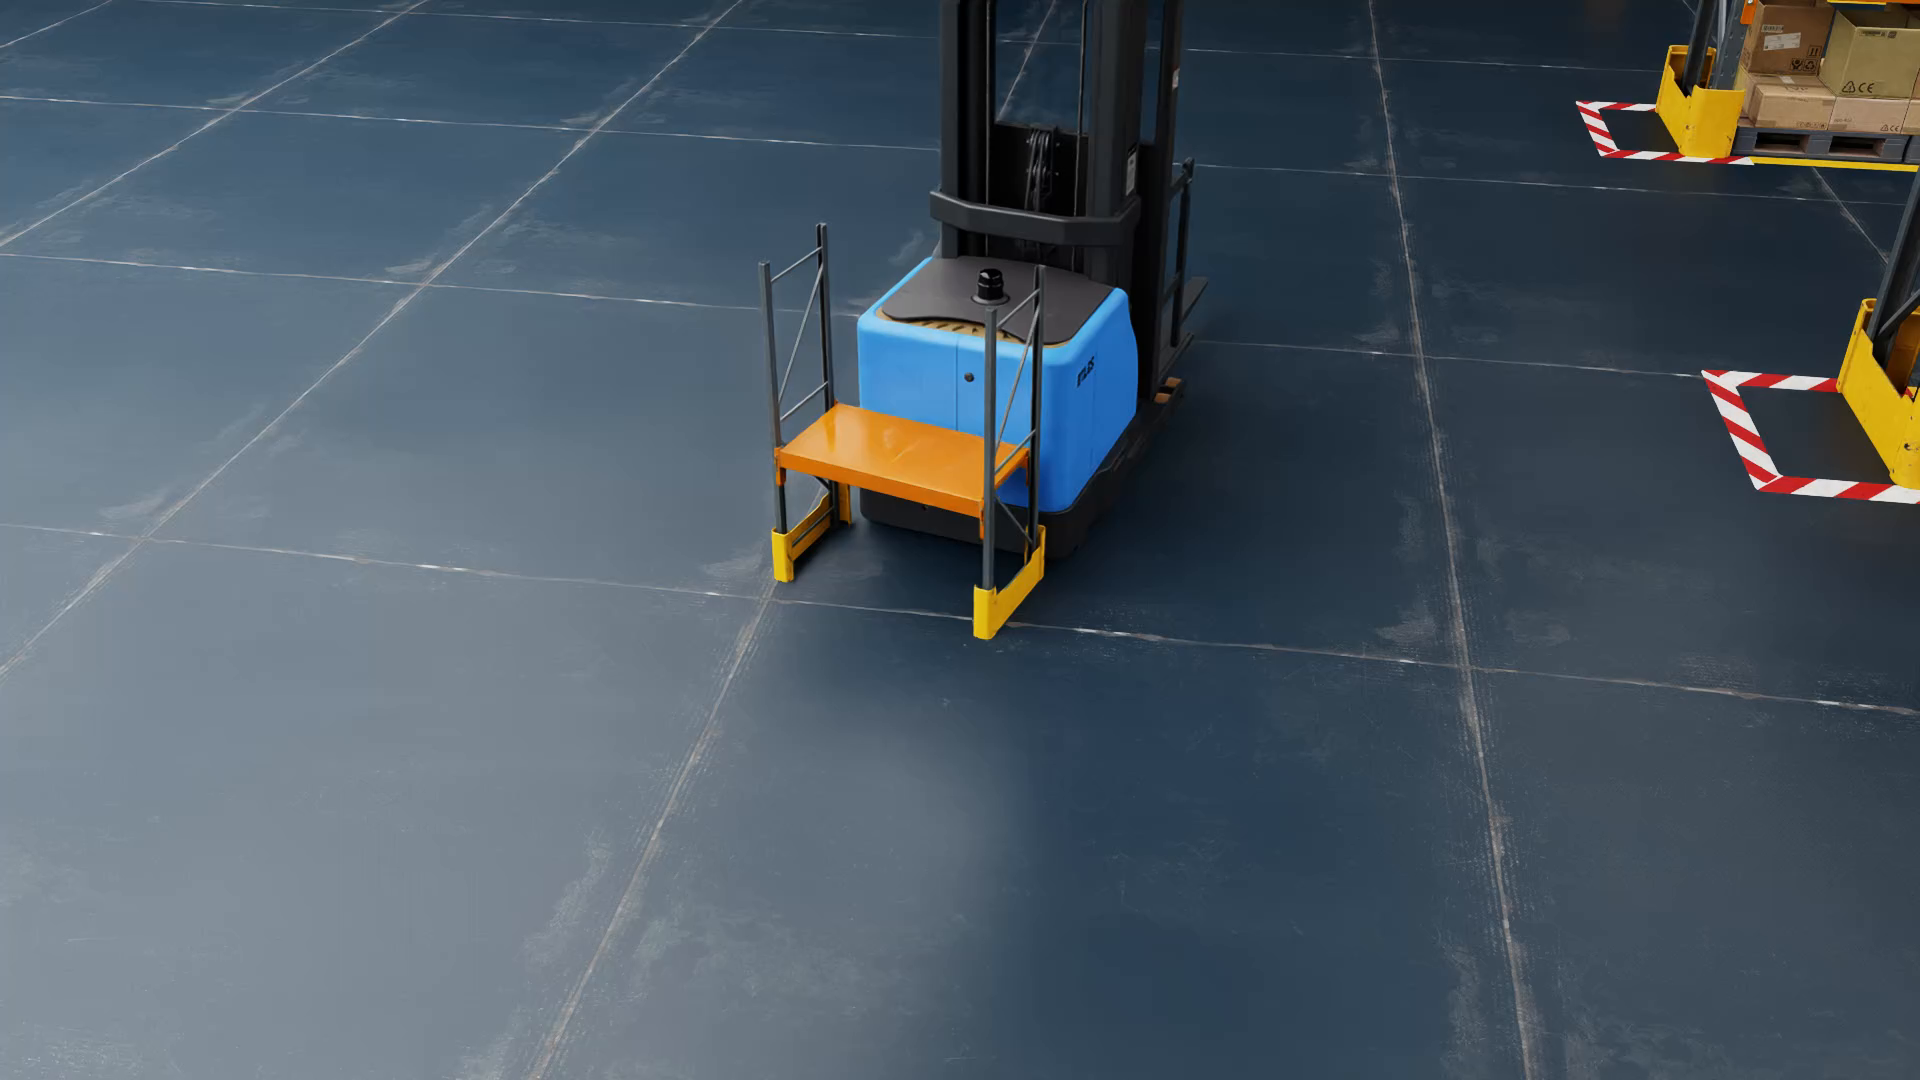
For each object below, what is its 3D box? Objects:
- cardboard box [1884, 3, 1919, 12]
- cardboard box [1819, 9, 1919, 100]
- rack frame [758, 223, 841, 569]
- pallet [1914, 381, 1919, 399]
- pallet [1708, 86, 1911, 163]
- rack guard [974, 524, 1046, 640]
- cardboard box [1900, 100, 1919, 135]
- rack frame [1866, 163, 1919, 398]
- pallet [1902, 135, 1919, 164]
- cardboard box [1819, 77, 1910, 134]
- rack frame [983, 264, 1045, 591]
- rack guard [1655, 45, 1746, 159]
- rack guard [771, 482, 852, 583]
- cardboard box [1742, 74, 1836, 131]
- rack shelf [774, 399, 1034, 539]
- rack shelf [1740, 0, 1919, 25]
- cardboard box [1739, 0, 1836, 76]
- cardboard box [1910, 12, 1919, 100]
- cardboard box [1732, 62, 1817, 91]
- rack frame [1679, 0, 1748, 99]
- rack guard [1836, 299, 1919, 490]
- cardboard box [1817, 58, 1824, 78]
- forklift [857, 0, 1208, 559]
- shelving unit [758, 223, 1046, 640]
[{"bbox_3d":[7.188,-3.746,12.397,0.500,0.500,0.500,5,32,8],"label":"cardboard box"},{"bbox_3d":[6.605,-3.512,12.023,0.500,0.500,0.500,5,32,8],"label":"cardboard box"},{"bbox_3d":[-0.691,-0.594,7.285,0.032,1.500,0.500,15,35,22],"label":"rack frame"},{"bbox_3d":[5.666,-0.560,8.446,1.213,0.211,1.003,5,32,8],"label":"pallet"},{"bbox_3d":[6.382,-3.161,12.602,1.213,0.211,1.003,5,32,8],"label":"pallet"},{"bbox_3d":[0.219,0.176,7.234,0.087,0.250,0.587,15,35,22],"label":"rack guard"},{"bbox_3d":[7.098,-3.150,12.152,0.500,0.250,0.500,5,32,8],"label":"cardboard box"},{"bbox_3d":[4.784,-1.799,7.798,0.127,3.000,1.000,5,32,8],"label":"rack frame"},{"bbox_3d":[7.581,-3.051,12.426,1.213,0.211,1.003,5,32,8],"label":"pallet"},{"bbox_3d":[6.605,-3.195,12.224,0.500,0.250,0.500,5,32,8],"label":"cardboard box"},{"bbox_3d":[0.220,-0.354,6.902,0.032,1.500,0.500,15,35,22],"label":"rack frame"},{"bbox_3d":[5.597,-3.332,12.603,0.348,0.500,1.175,5,32,8],"label":"rack guard"},{"bbox_3d":[-0.673,-0.059,7.609,0.087,0.250,0.587,15,35,22],"label":"rack guard"},{"bbox_3d":[6.112,-3.238,12.292,0.500,0.250,0.500,5,32,8],"label":"cardboard box"},{"bbox_3d":[-0.235,-0.321,7.189,1.000,0.185,0.538,15,35,22],"label":"rack shelf"},{"bbox_3d":[7.592,-3.906,11.842,4.000,0.370,1.077,5,32,8],"label":"rack shelf"},{"bbox_3d":[6.199,-3.828,12.527,0.500,0.500,0.500,5,32,8],"label":"cardboard box"},{"bbox_3d":[7.100,-3.474,11.963,0.500,0.500,0.500,5,32,8],"label":"cardboard box"},{"bbox_3d":[6.199,-3.509,12.725,0.500,0.250,0.500,5,32,8],"label":"cardboard box"},{"bbox_3d":[5.621,-4.390,11.936,0.127,3.000,1.000,5,32,8],"label":"rack frame"},{"bbox_3d":[4.866,-0.758,8.489,0.348,0.500,1.175,5,32,8],"label":"rack guard"},{"bbox_3d":[6.694,-3.471,12.663,0.500,0.250,0.500,5,32,8],"label":"cardboard box"},{"bbox_3d":[0.565,-1.925,8.063,1.130,2.935,3.031,12,34,19],"label":"forklift"},{"bbox_3d":[-0.227,-0.472,7.090,1.083,1.500,0.587,15,35,22],"label":"shelving unit"}]
